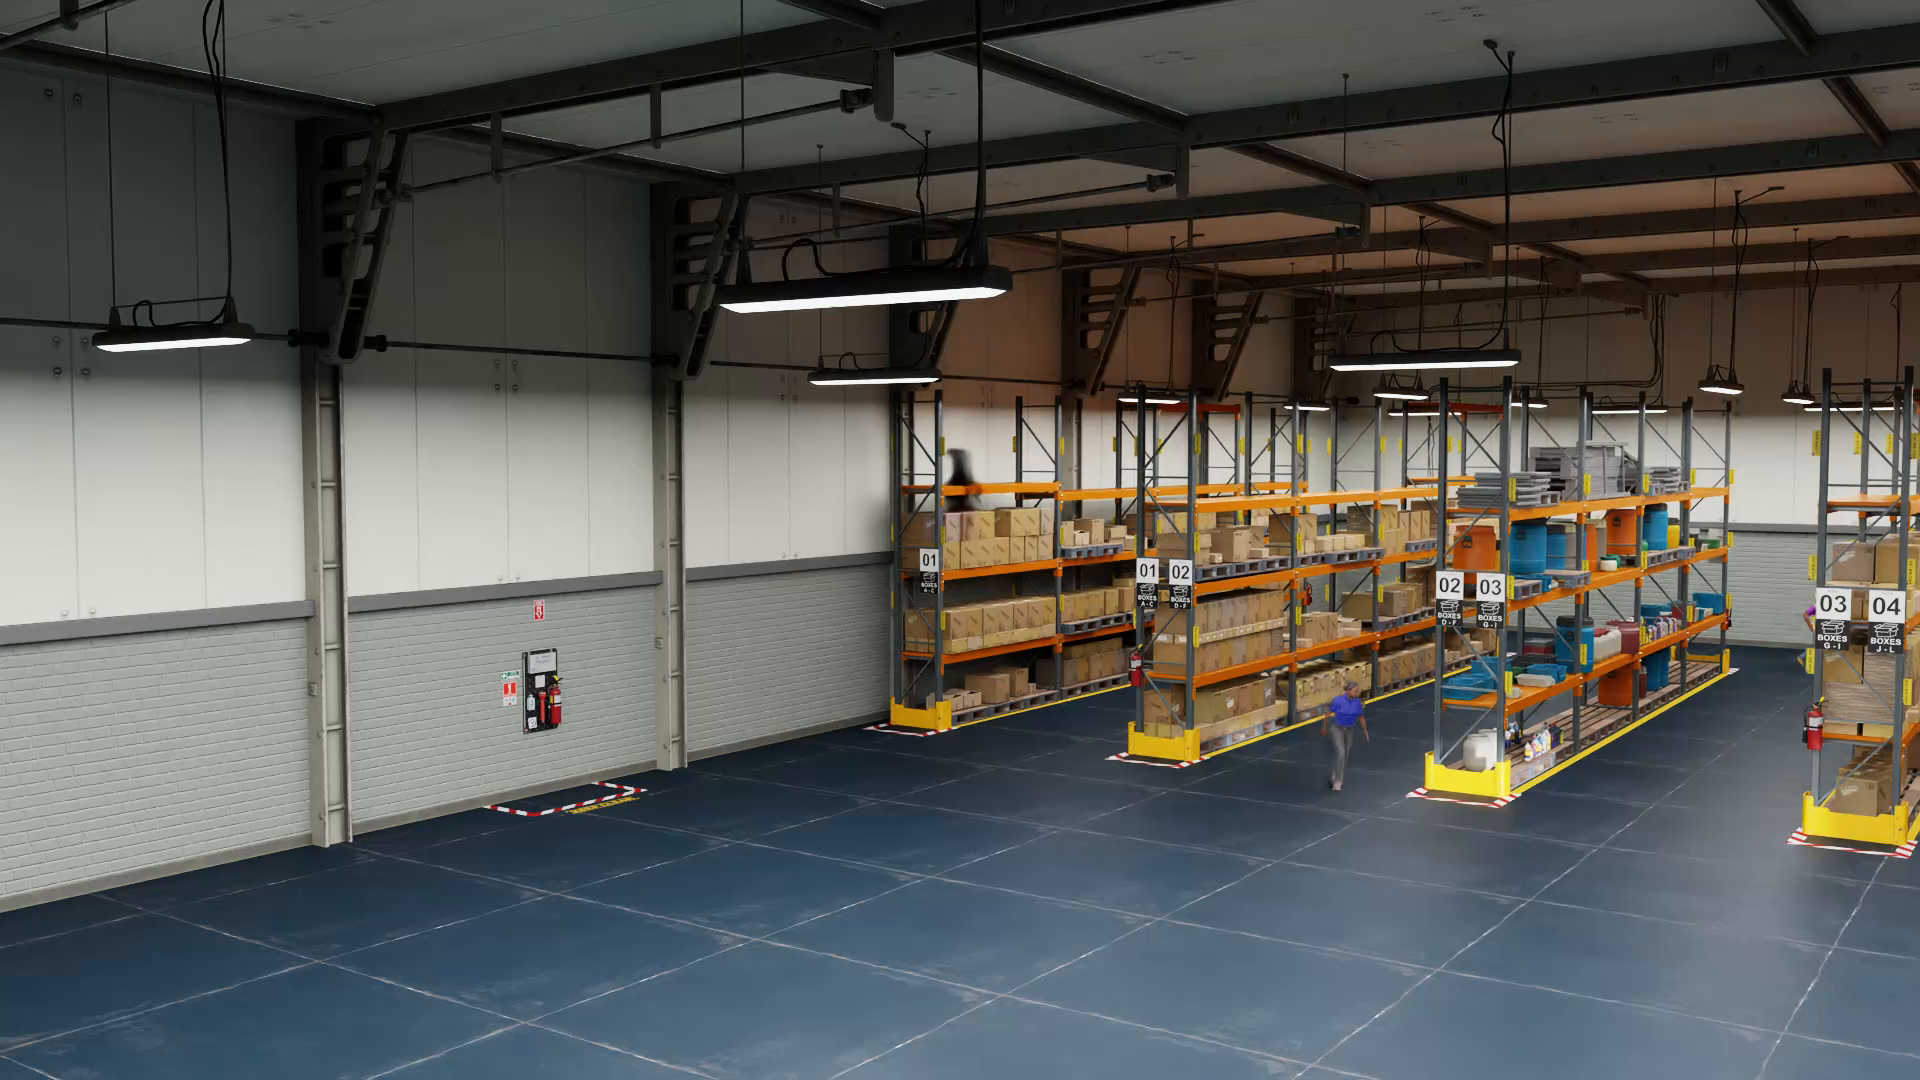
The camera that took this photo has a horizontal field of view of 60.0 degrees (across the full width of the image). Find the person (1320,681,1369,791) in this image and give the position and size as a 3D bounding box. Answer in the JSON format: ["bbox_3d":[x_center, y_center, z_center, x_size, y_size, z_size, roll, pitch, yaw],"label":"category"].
[{"bbox_3d":[5.628,2.823,24.406,0.561,1.573,0.737,-1,3,-18],"label":"person"}]

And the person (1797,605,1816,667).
[{"bbox_3d":[19.147,2.040,36.987,0.744,1.717,0.953,-2,4,-29],"label":"person"}]
